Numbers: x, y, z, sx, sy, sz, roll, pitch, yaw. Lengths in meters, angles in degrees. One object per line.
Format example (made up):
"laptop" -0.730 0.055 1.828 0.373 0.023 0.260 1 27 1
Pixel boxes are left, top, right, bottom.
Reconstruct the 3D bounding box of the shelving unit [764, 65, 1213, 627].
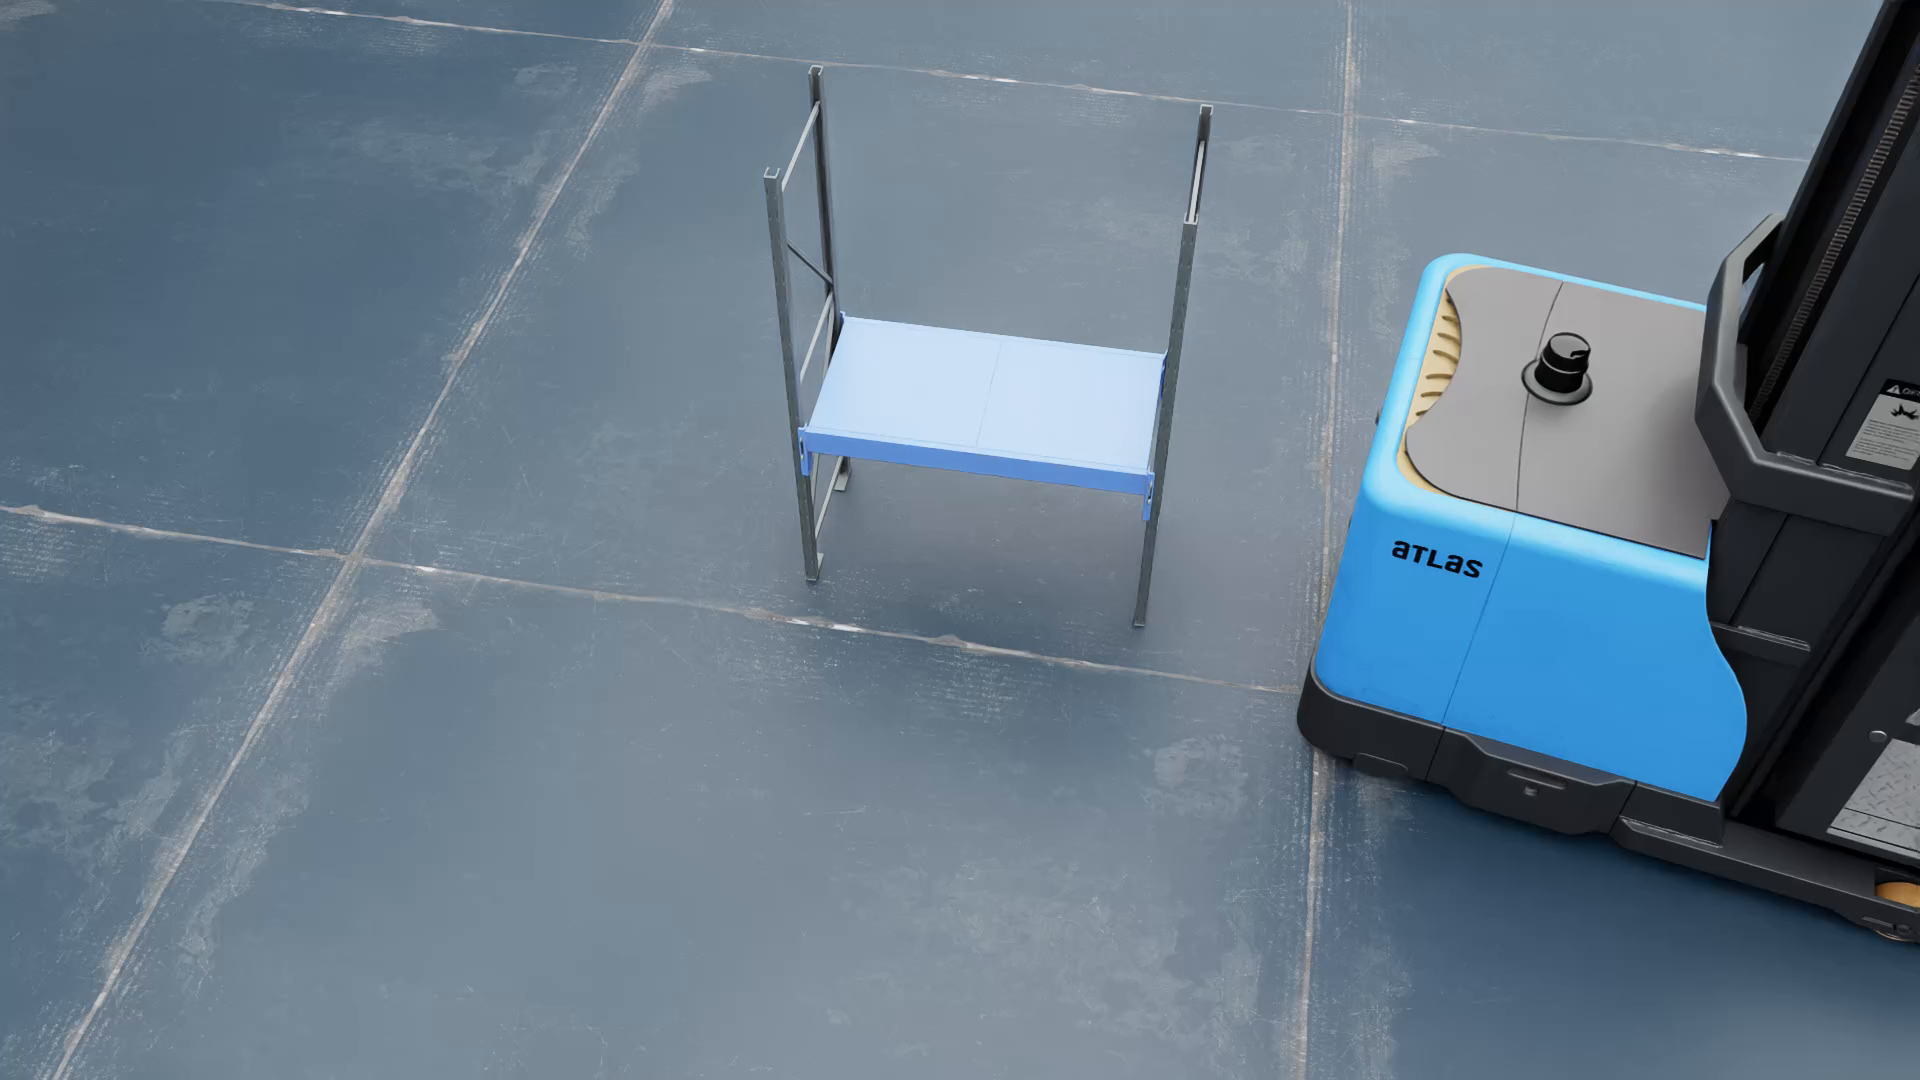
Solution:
"shelving unit" 0.084 -0.490 4.682 1.048 1.500 0.538 8 49 7

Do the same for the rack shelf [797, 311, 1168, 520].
"rack shelf" 0.084 -0.370 4.816 1.000 0.185 0.538 8 49 7

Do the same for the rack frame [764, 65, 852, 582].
"rack frame" -0.416 -0.557 4.742 0.032 1.500 0.500 8 49 7

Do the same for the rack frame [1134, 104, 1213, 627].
"rack frame" 0.584 -0.423 4.622 0.032 1.500 0.500 8 49 7

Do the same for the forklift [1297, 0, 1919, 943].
"forklift" 2.522 -0.341 3.586 3.031 2.935 1.130 16 50 14
